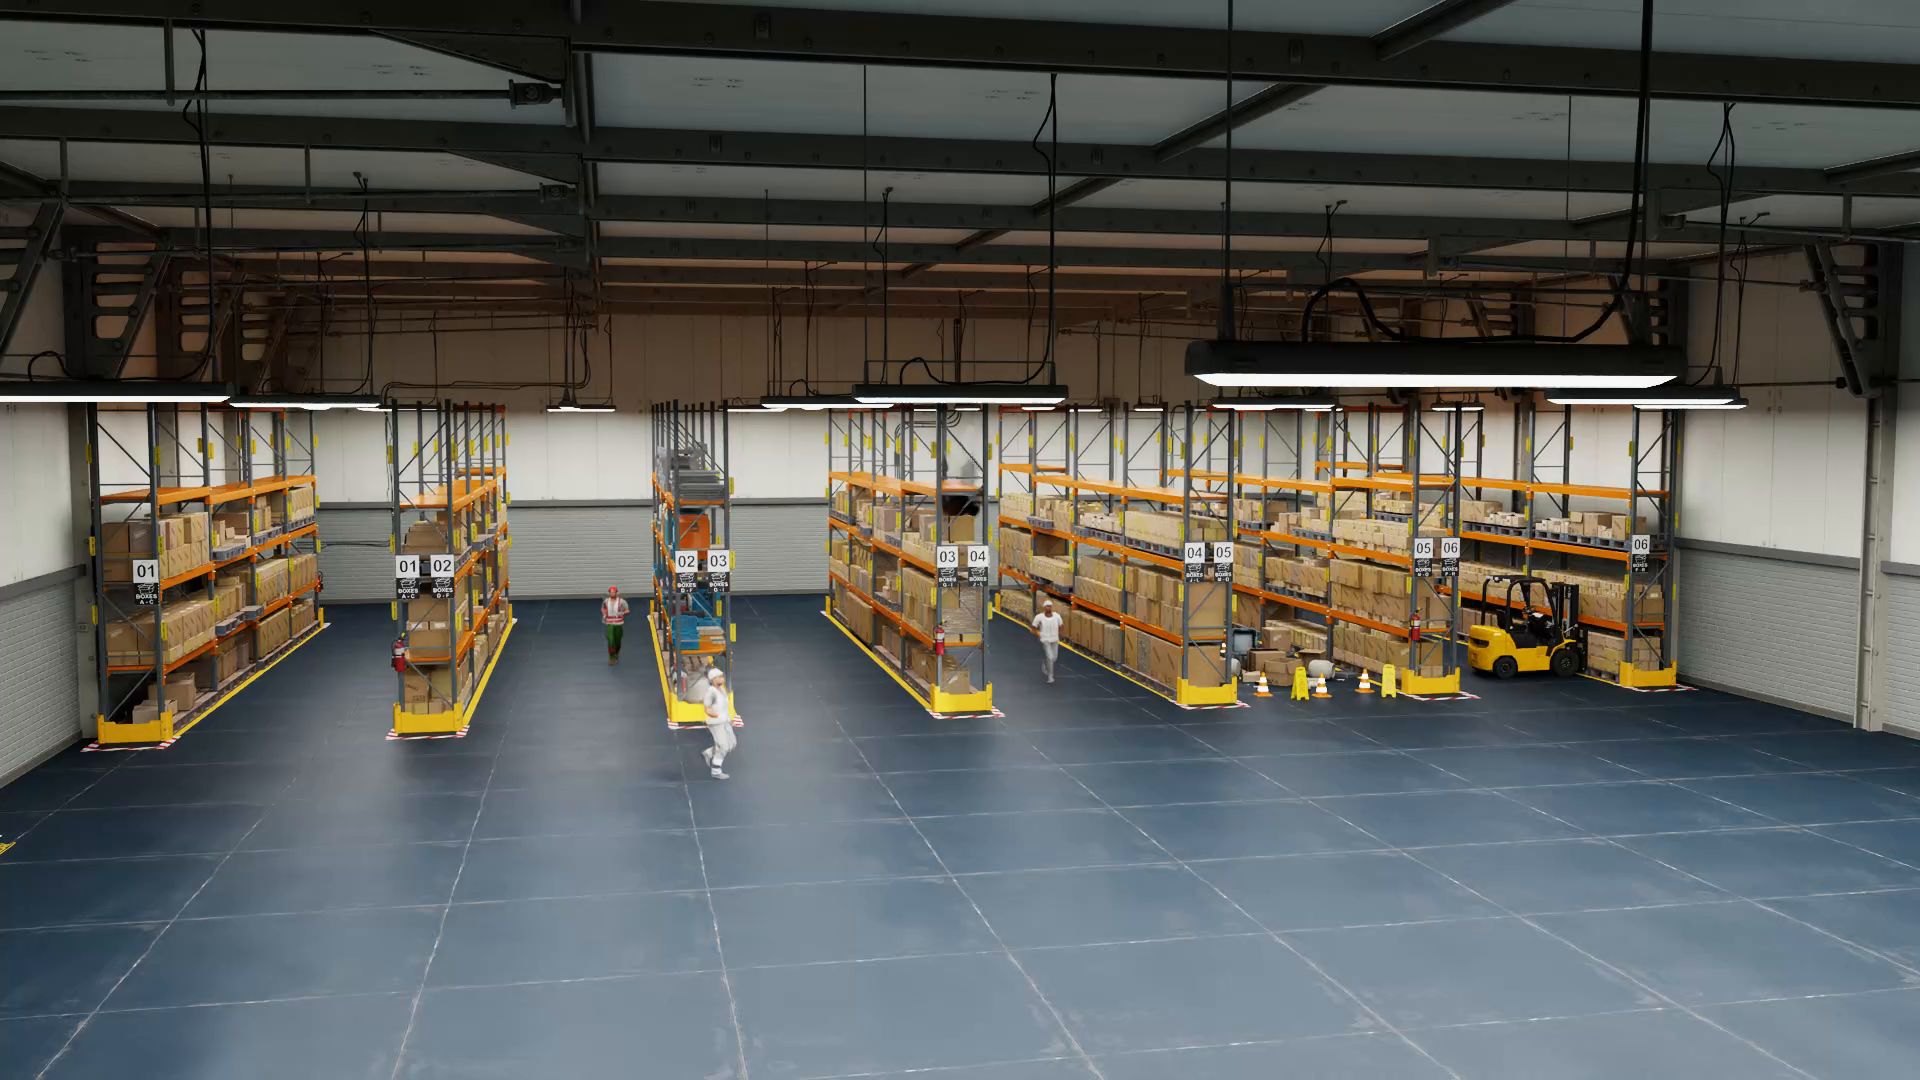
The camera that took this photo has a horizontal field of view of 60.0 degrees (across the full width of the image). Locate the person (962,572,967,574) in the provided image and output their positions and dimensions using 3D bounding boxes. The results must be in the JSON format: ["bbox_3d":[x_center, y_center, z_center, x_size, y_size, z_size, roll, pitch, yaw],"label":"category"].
[{"bbox_3d":[0.042,1.146,49.347,0.655,1.752,0.793,-3,5,-38],"label":"person"}]

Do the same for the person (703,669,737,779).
[{"bbox_3d":[-3.812,2.887,26.161,0.595,1.739,0.657,1,4,15],"label":"person"}]

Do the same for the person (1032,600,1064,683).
[{"bbox_3d":[1.908,2.166,35.772,0.692,1.754,0.751,-1,4,-16],"label":"person"}]

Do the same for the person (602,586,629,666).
[{"bbox_3d":[-7.902,1.943,38.129,0.639,1.784,0.956,-1,4,-7],"label":"person"}]
